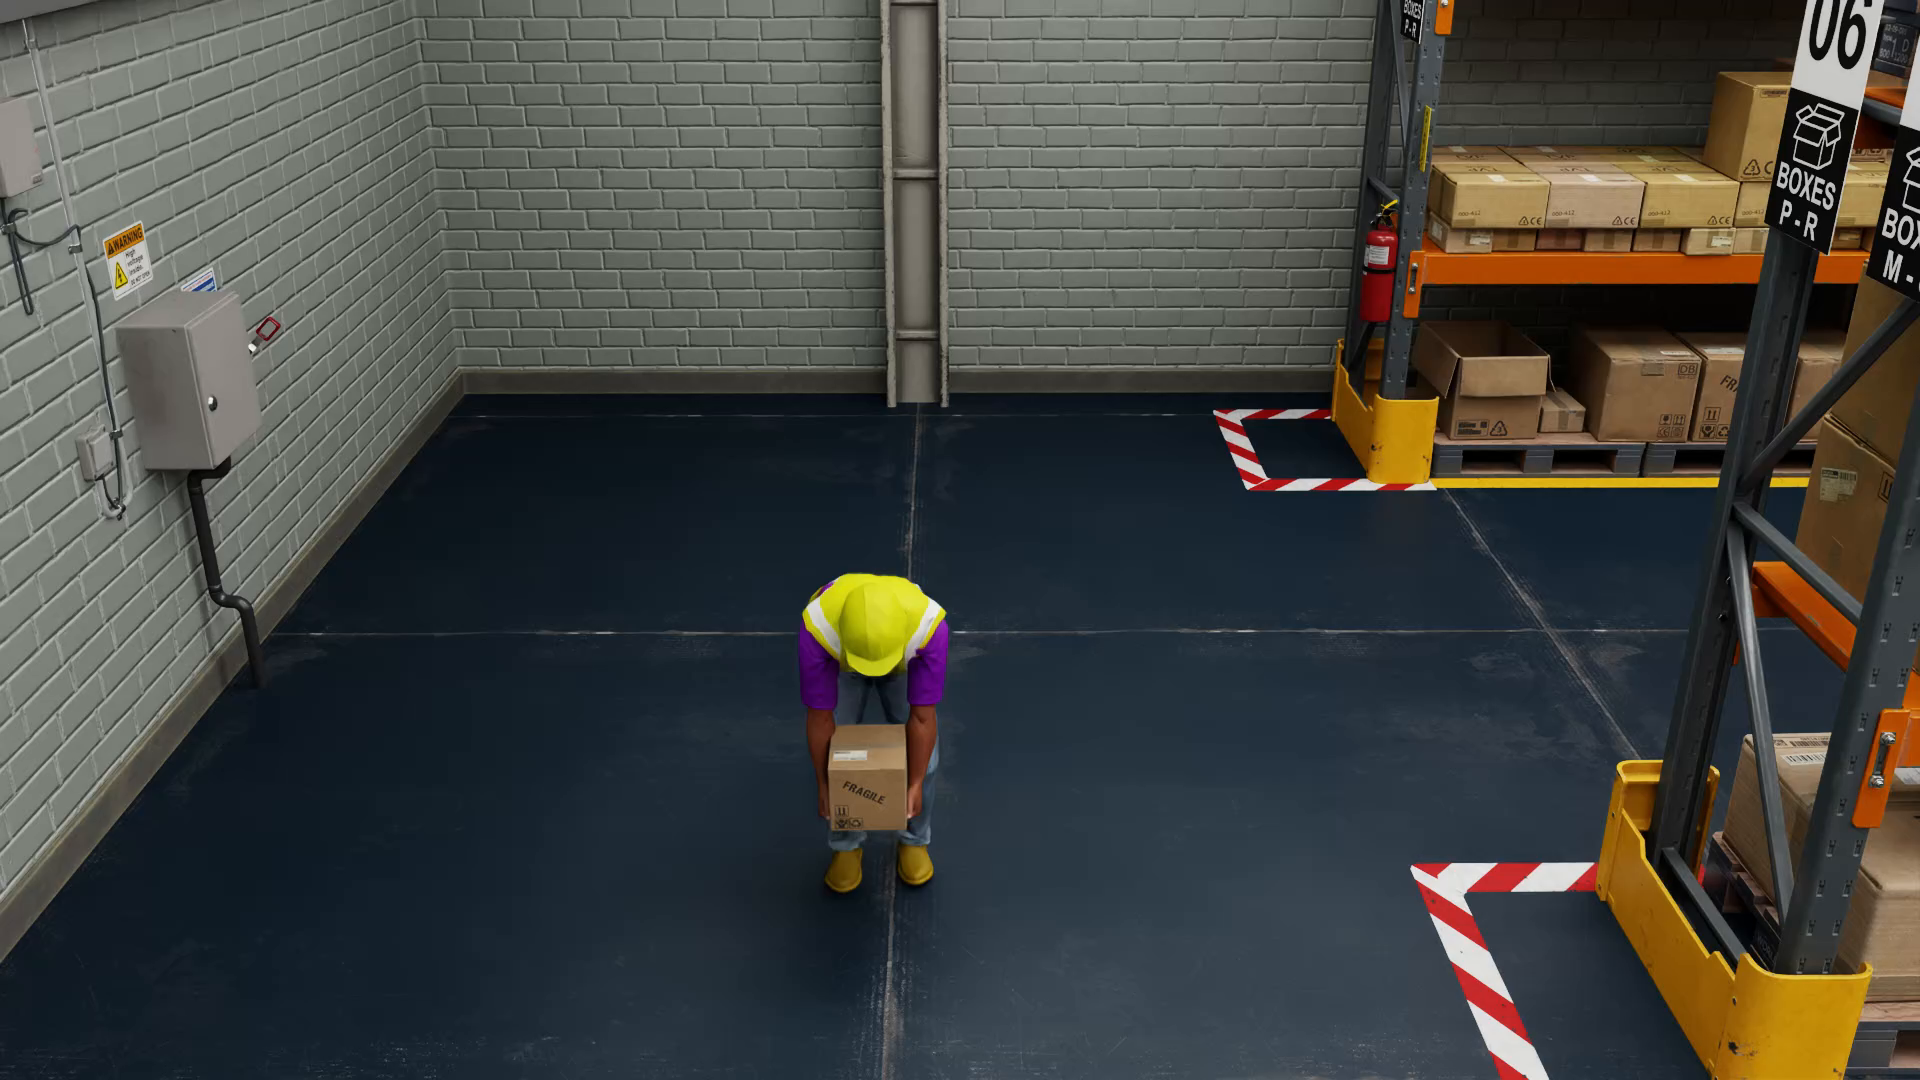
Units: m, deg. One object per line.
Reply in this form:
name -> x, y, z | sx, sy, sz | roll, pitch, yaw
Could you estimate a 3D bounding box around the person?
person -> -0.283, 0.632, 5.627 | 0.490, 1.376, 0.898 | -1, 24, -2
